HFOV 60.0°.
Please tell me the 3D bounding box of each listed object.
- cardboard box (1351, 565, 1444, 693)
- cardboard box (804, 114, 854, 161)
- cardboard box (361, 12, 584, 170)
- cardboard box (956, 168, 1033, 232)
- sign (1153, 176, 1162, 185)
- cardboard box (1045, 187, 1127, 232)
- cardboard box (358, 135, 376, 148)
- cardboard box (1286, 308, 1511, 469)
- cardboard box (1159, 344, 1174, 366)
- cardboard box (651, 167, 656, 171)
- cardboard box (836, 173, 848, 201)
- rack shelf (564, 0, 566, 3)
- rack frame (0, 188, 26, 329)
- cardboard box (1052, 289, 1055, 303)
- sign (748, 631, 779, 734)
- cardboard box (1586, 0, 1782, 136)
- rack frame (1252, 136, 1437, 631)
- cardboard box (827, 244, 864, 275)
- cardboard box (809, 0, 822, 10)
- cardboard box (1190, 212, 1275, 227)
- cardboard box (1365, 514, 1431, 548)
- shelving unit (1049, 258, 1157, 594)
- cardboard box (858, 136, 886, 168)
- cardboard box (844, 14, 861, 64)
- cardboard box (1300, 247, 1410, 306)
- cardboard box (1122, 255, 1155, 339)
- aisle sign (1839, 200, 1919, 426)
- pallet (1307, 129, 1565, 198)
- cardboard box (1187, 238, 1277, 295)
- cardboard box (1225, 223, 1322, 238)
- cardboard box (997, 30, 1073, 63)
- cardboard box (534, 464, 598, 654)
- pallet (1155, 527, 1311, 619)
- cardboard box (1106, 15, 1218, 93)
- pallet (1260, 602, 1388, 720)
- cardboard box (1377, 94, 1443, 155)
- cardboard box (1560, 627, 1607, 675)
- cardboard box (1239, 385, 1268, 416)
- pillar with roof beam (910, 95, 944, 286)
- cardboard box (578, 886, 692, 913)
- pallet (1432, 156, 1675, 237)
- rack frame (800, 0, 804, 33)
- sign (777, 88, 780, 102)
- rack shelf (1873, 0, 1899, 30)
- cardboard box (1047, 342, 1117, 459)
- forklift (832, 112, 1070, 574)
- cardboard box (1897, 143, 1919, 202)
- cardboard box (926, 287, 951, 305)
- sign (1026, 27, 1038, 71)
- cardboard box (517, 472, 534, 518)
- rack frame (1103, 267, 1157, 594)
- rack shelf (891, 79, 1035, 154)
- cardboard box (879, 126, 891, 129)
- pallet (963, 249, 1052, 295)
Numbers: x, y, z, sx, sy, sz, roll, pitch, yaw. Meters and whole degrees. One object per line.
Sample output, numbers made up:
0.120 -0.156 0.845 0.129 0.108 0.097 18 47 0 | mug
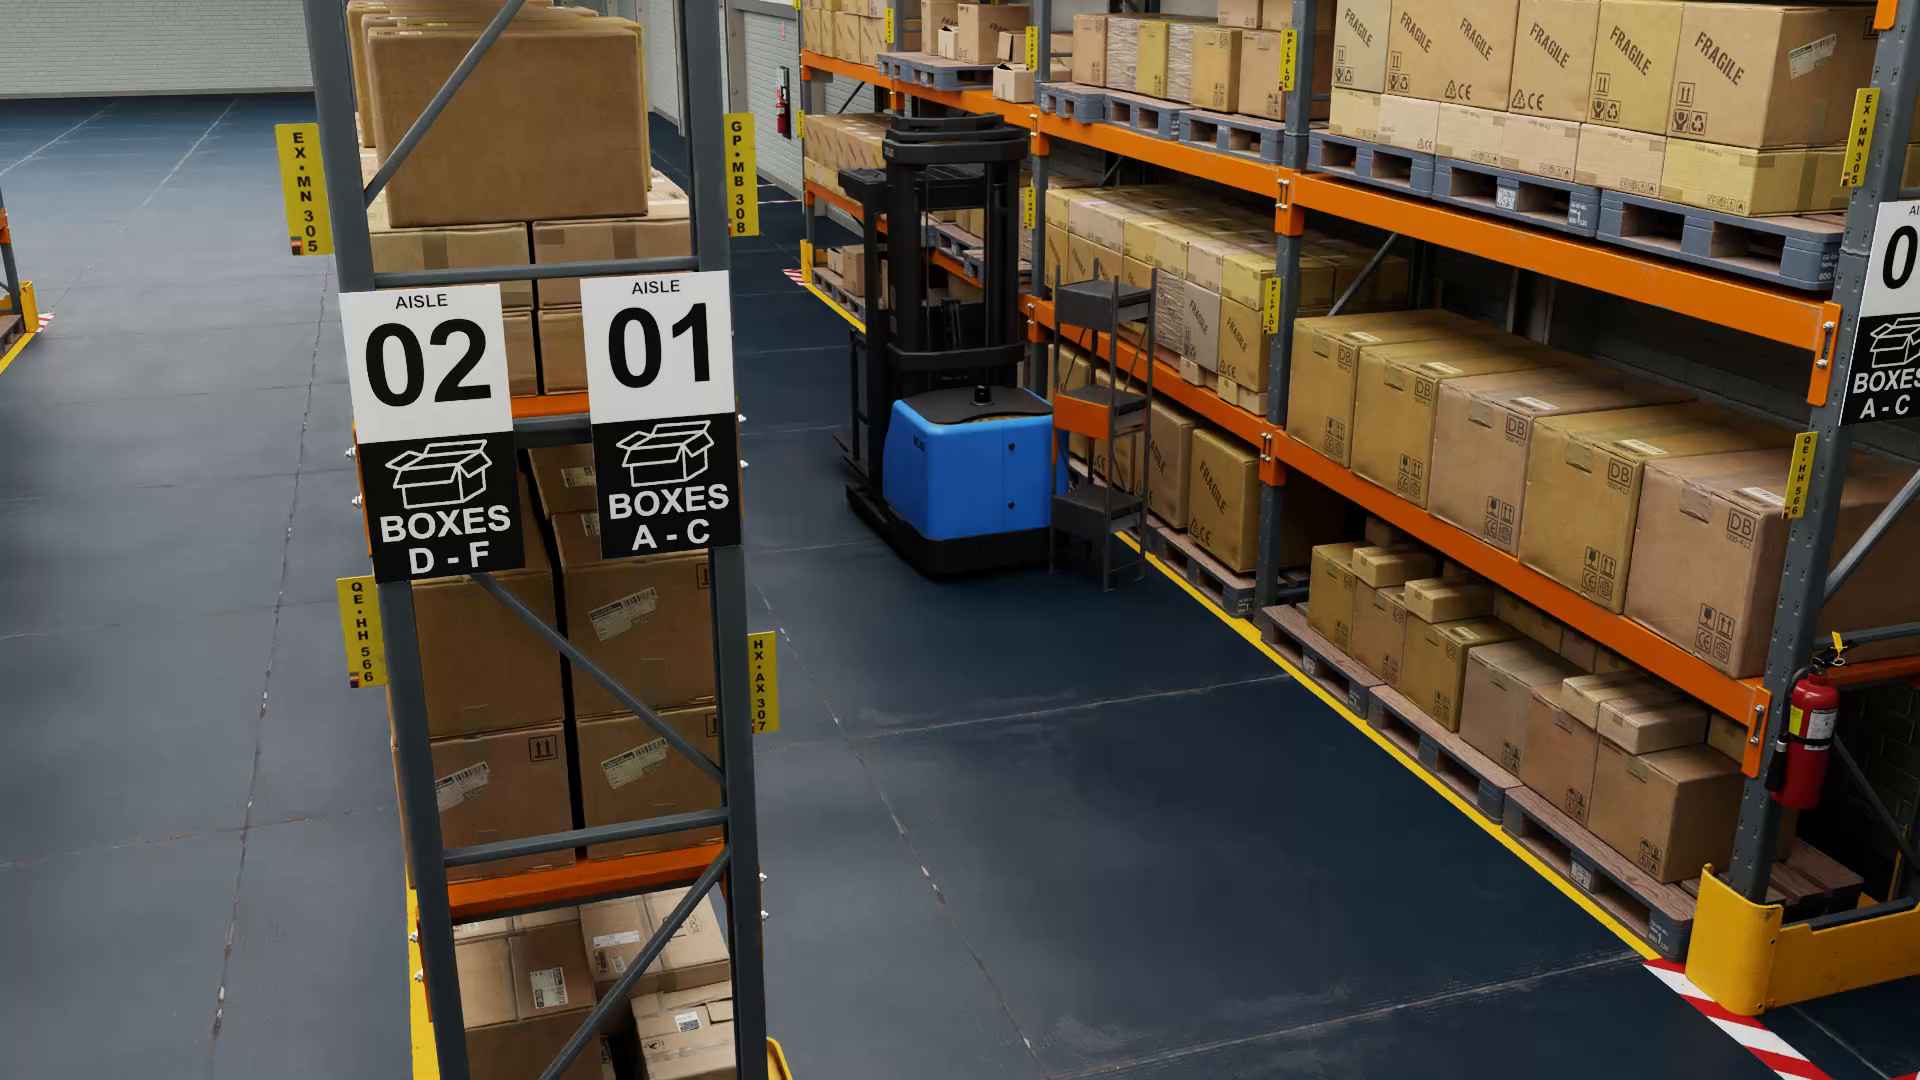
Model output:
2.623 0.476 9.229 0.700 0.500 0.500 -7 21 -18 | cardboard box
-1.577 -4.872 20.127 0.500 0.500 0.500 -6 21 -17 | cardboard box
-1.627 -1.515 5.632 0.700 0.500 0.500 -6 21 -17 | cardboard box
0.349 -3.181 15.537 0.700 0.500 0.500 -4 20 -10 | cardboard box
1.599 -2.803 13.571 0.100 0.325 0.005 -6 21 -17 | sign
0.980 -2.566 12.895 0.500 0.250 0.500 -6 21 -16 | cardboard box
-2.149 -1.459 6.587 0.500 0.250 0.500 -6 21 -17 | cardboard box
2.485 -0.880 9.486 0.980 0.700 0.700 -6 21 -16 | cardboard box
1.597 -1.297 11.432 0.380 0.149 0.250 -7 21 -19 | cardboard box
-1.342 -1.194 5.847 0.500 0.250 0.500 -6 21 -17 | cardboard box
-1.102 -4.023 18.871 0.500 0.250 0.500 -6 21 -17 | cardboard box
-3.000 -3.326 9.519 1.077 0.370 4.000 -6 21 -17 | rack shelf
-10.847 -3.713 17.817 1.000 3.000 0.127 -6 21 -17 | rack frame
0.956 -1.959 13.276 0.380 0.149 0.250 -7 21 -18 | cardboard box
-0.599 0.431 4.998 0.100 0.325 0.005 -6 21 -17 | sign
2.951 -1.938 6.780 0.500 0.500 0.500 -6 21 -16 | cardboard box
2.330 -0.915 10.026 1.000 3.000 0.127 -6 21 -17 | rack frame
-1.310 -3.476 20.483 0.500 0.311 0.500 -9 22 -23 | cardboard box
-1.441 -6.389 19.172 0.500 0.500 0.500 -7 21 -18 | cardboard box
1.940 -2.135 11.696 0.500 0.250 0.500 -7 21 -18 | cardboard box
2.611 -0.058 9.758 0.380 0.149 0.250 -7 21 -18 | cardboard box
0.924 -0.743 10.878 0.431 2.100 0.503 -18 27 -41 | shelving unit
-0.789 -4.052 17.844 0.500 0.500 0.500 -7 21 -18 | cardboard box
-0.935 -5.423 17.964 0.500 0.500 0.500 -7 21 -19 | cardboard box
2.433 -1.640 10.317 0.500 0.250 0.500 -6 21 -16 | cardboard box
1.464 -1.717 11.642 0.500 0.500 0.500 -6 21 -16 | cardboard box
3.325 -0.800 5.860 0.394 0.787 0.004 -6 21 -17 | aisle sign
2.577 -2.021 8.800 1.003 0.211 1.213 -6 21 -17 | pallet
1.789 -1.752 10.630 0.500 0.250 0.500 -6 21 -16 | cardboard box
2.100 -1.967 11.229 0.500 0.250 0.500 -7 21 -19 | cardboard box
0.753 -4.094 14.258 0.797 0.503 0.637 -3 20 -10 | cardboard box
-1.175 0.041 5.737 0.500 0.500 0.500 -6 21 -17 | cardboard box
2.016 0.158 11.165 1.003 0.211 1.213 -6 21 -17 | pallet
1.496 -3.550 12.127 0.700 0.500 0.500 -8 21 -20 | cardboard box
2.495 0.650 9.795 1.003 0.211 1.213 -6 21 -17 | pallet
2.444 -2.086 8.302 0.500 0.250 0.500 -7 21 -18 | cardboard box
3.183 0.523 8.141 0.380 0.149 0.250 -6 21 -16 | cardboard box
1.955 -0.884 10.284 0.380 0.149 0.250 -6 21 -17 | cardboard box
-4.487 -6.999 18.090 9.100 9.000 0.400 -6 21 -17 | pillar with roof beam
-1.330 1.458 6.837 0.500 0.250 0.500 -6 21 -17 | cardboard box
2.957 -1.630 7.712 1.003 0.211 1.213 -6 21 -17 | pallet
-1.442 -7.589 19.733 1.000 3.000 0.127 -6 21 -17 | rack frame
-3.103 -7.561 28.476 0.001 0.329 0.234 -6 21 -17 | sign
2.959 -2.570 7.414 1.077 0.370 4.000 -6 21 -17 | rack shelf
1.179 -1.134 13.196 0.750 0.750 0.750 -7 21 -18 | cardboard box
-0.225 -1.616 12.080 1.130 2.935 3.031 -7 21 -19 | forklift
3.591 -1.477 6.608 0.500 0.250 0.500 -5 20 -14 | cardboard box
0.063 -2.278 16.869 0.700 0.500 0.500 -6 21 -15 | cardboard box
0.557 -3.796 12.847 0.100 0.325 0.005 -6 21 -17 | sign
-1.675 0.103 5.565 0.500 0.500 0.500 -6 21 -16 | cardboard box
1.093 -0.684 10.713 0.400 2.100 0.015 -18 27 -41 | rack frame
0.444 -3.913 15.001 1.077 0.370 4.000 -6 21 -17 | rack shelf
-0.618 -4.439 18.921 0.500 0.500 0.500 -6 21 -16 | cardboard box
0.748 -2.326 14.237 1.213 0.211 1.003 -6 21 -17 | pallet
